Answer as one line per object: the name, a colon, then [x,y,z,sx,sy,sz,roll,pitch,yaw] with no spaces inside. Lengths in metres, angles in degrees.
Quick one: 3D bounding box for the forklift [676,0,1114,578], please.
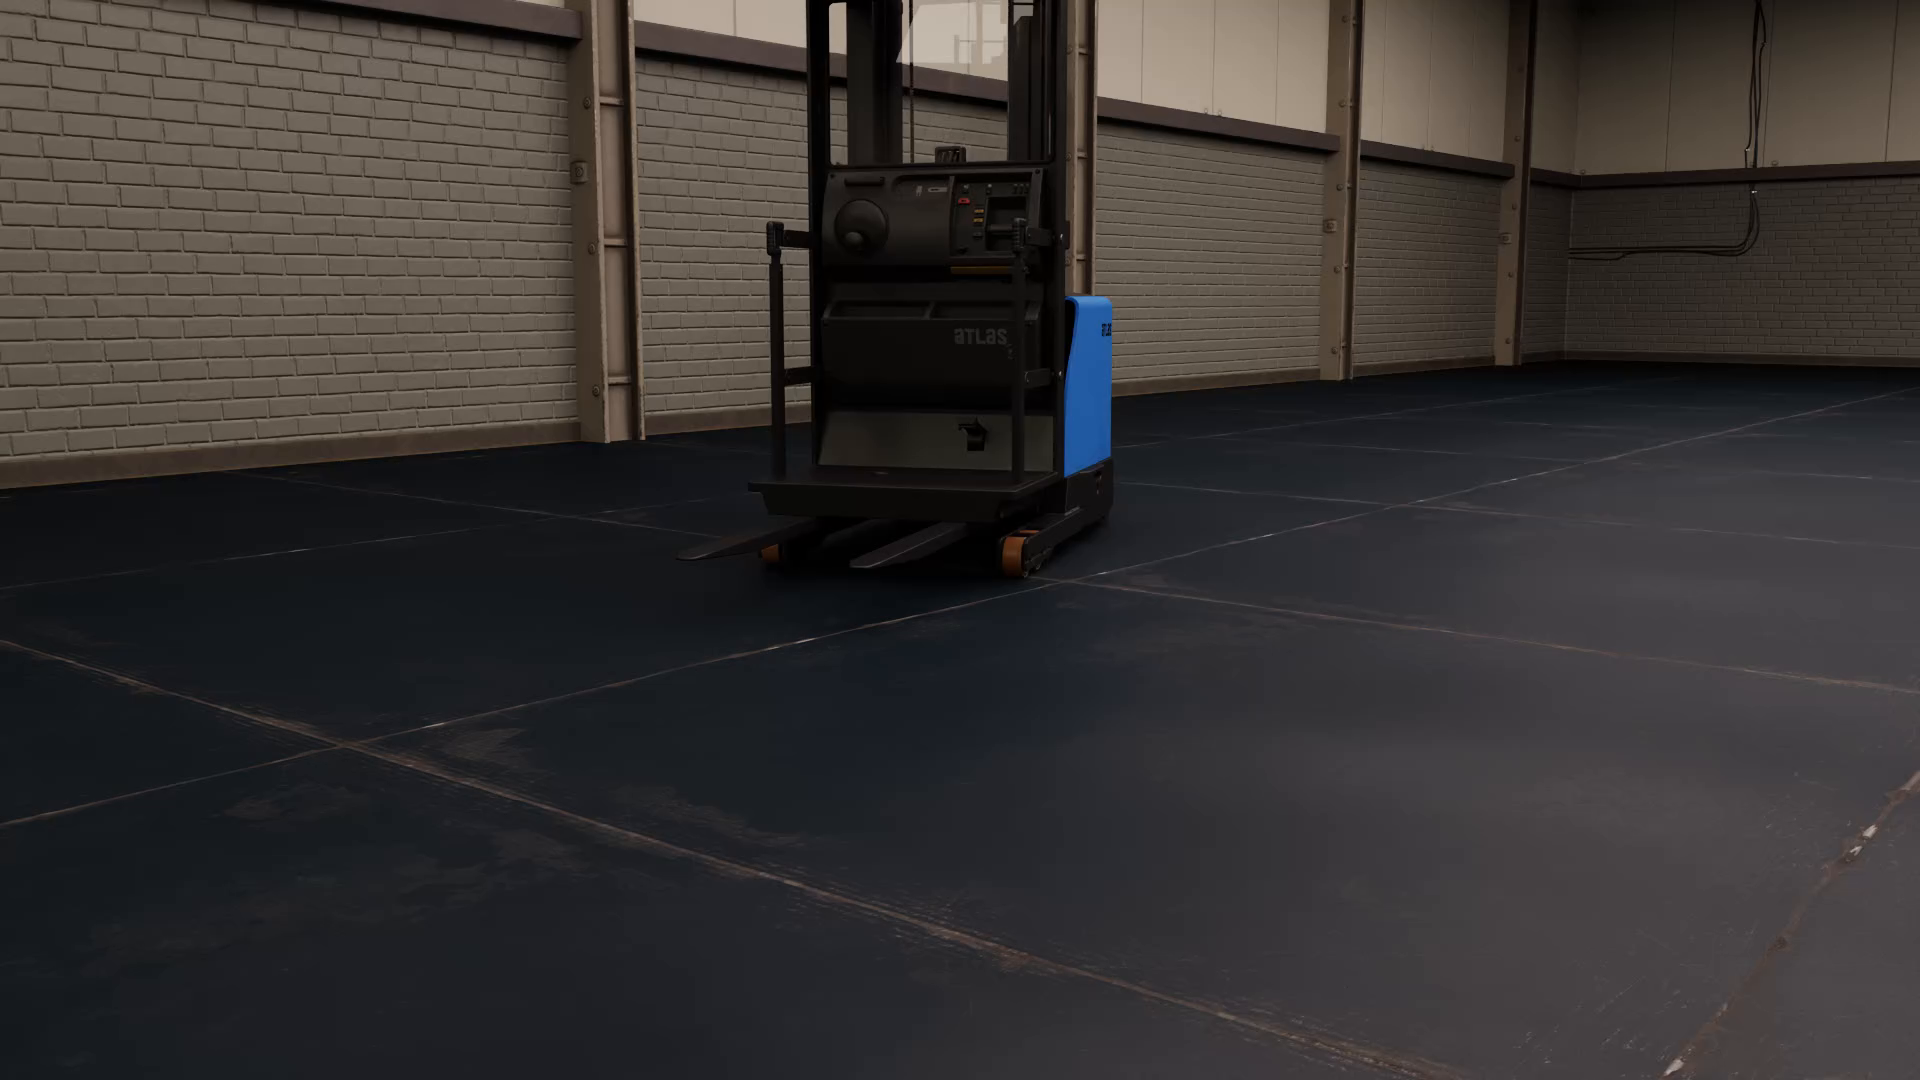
forklift: [-0.176,-1.366,6.616,1.130,2.935,3.031,3,9,17]
